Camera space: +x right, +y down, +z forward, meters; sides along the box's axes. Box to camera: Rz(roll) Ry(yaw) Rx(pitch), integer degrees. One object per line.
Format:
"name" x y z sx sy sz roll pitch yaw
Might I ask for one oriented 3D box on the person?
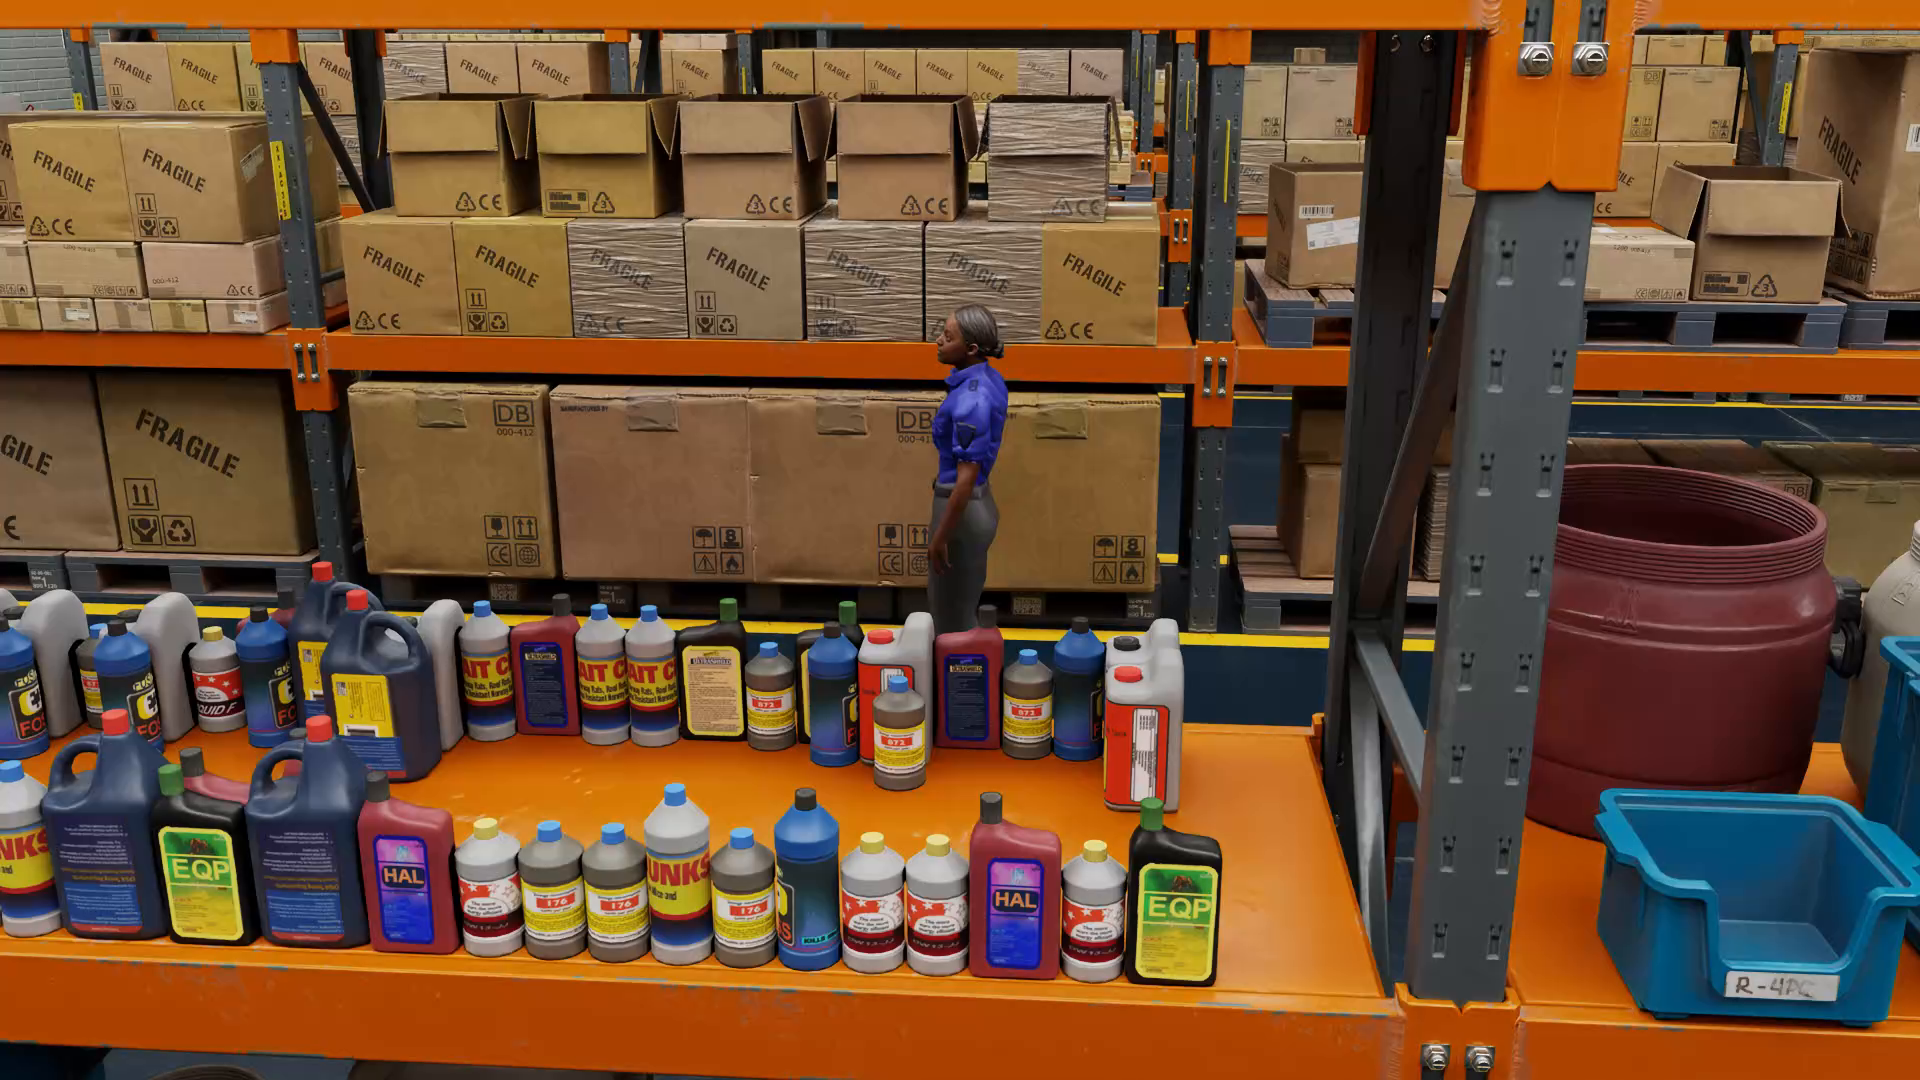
"person" -0.077 -0.072 6.259 0.502 1.657 0.570 2 18 7
